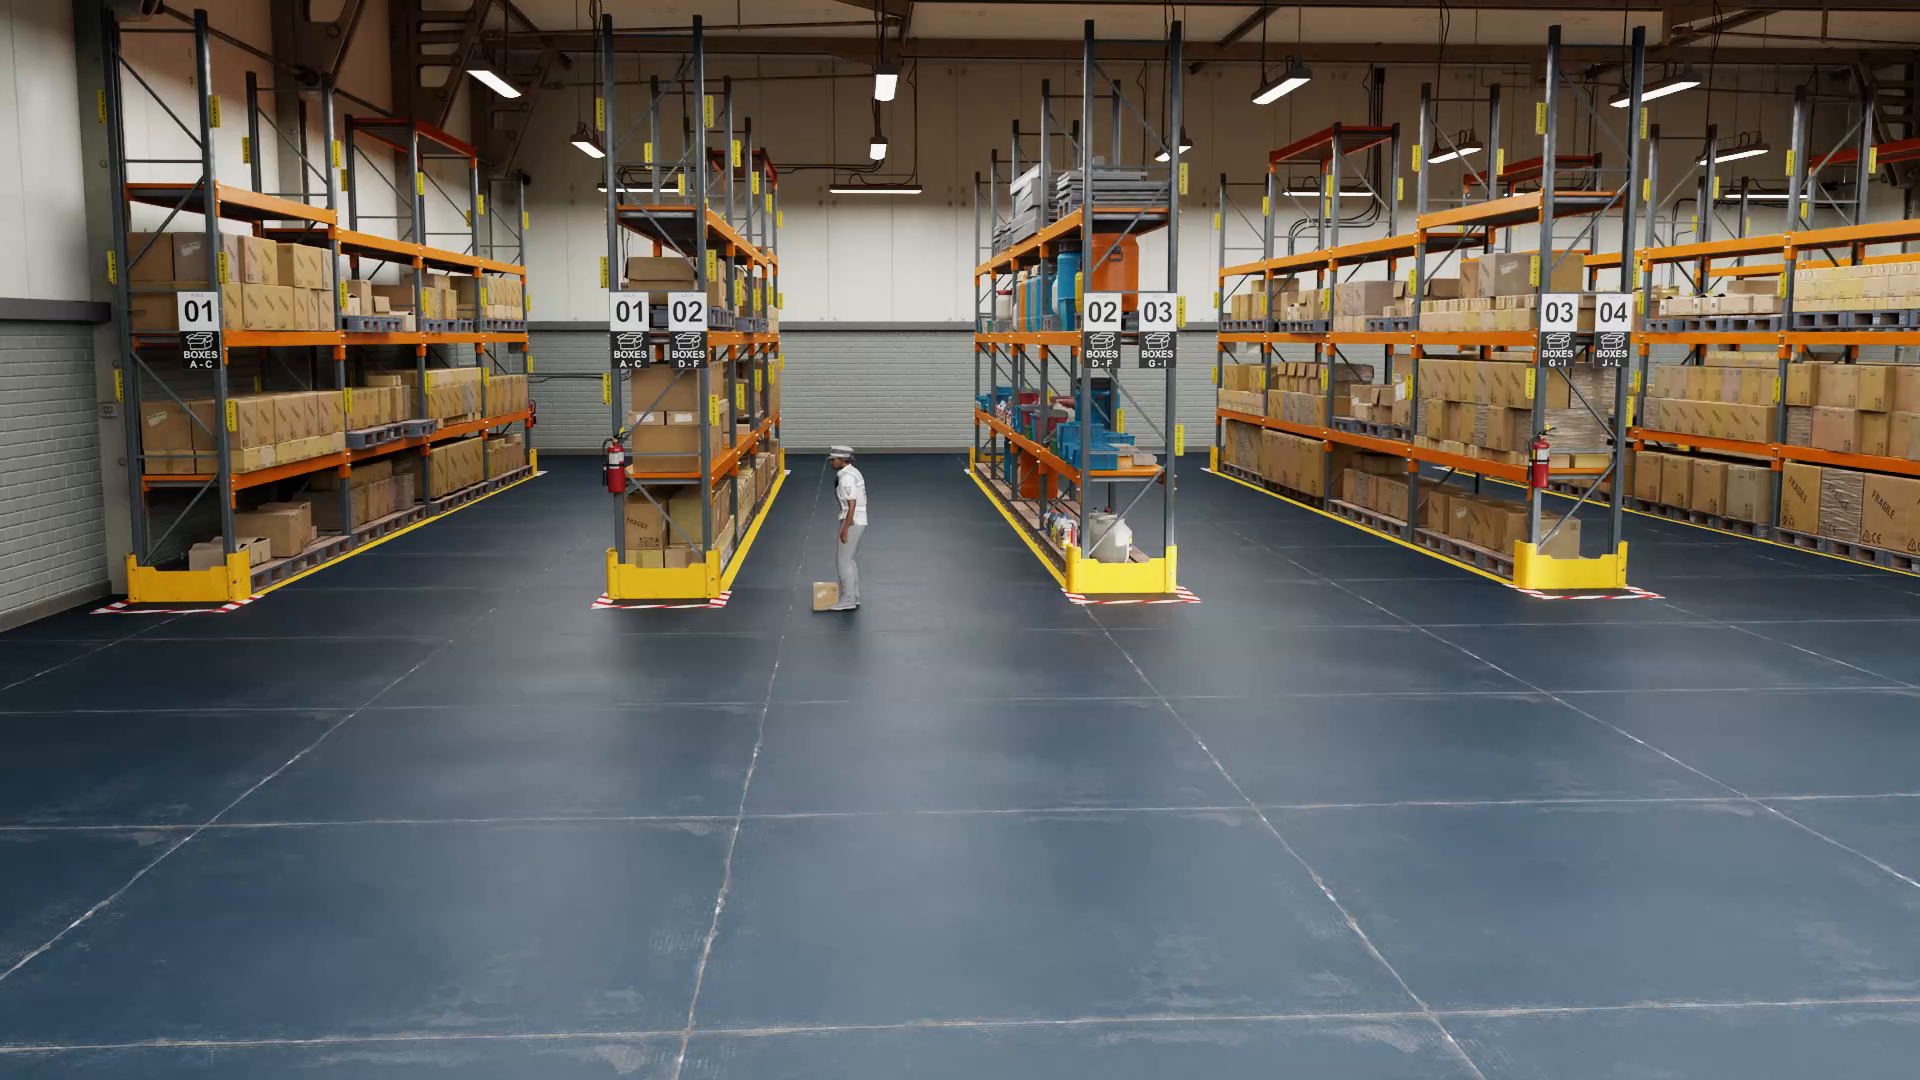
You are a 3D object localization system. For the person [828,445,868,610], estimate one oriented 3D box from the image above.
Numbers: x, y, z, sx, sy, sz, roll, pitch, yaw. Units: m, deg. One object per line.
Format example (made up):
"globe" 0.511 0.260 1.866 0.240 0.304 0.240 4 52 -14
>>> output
"person" -1.144 -0.132 16.834 0.415 1.660 0.507 0 7 -4
